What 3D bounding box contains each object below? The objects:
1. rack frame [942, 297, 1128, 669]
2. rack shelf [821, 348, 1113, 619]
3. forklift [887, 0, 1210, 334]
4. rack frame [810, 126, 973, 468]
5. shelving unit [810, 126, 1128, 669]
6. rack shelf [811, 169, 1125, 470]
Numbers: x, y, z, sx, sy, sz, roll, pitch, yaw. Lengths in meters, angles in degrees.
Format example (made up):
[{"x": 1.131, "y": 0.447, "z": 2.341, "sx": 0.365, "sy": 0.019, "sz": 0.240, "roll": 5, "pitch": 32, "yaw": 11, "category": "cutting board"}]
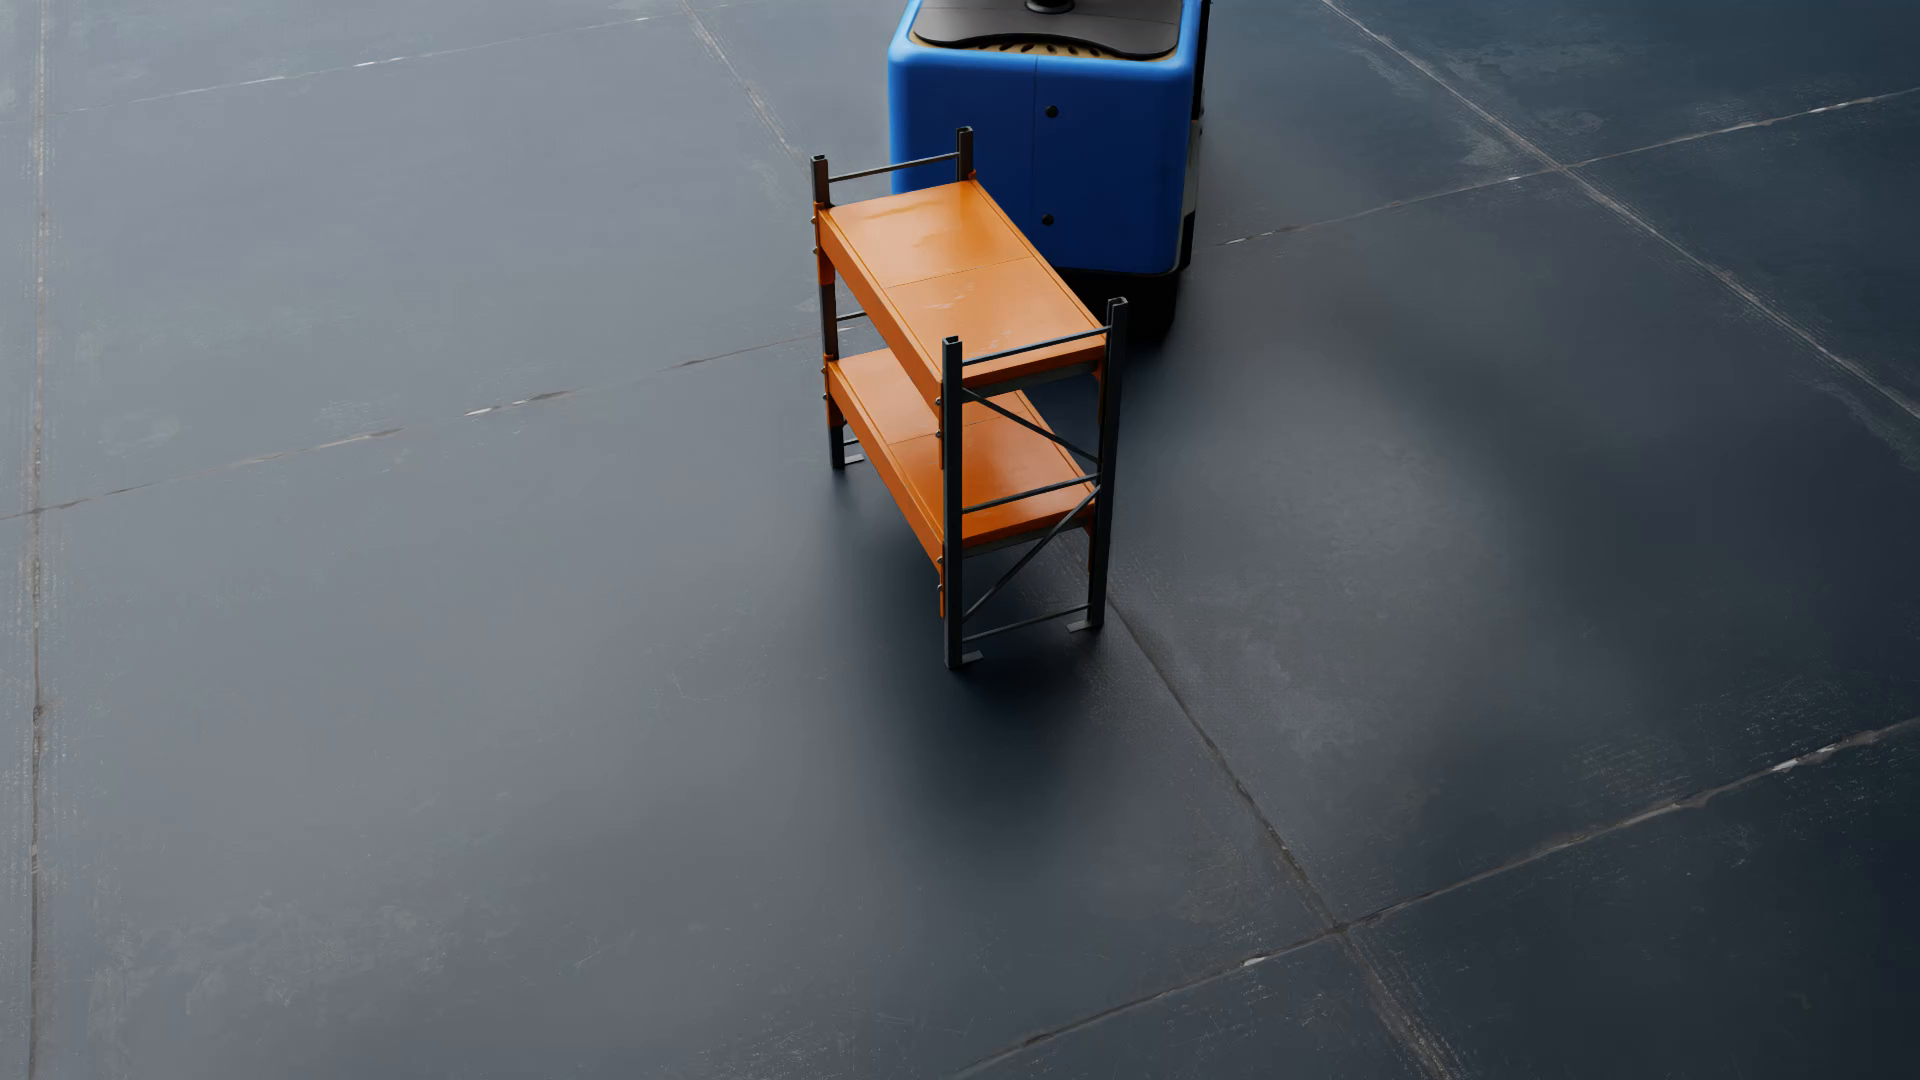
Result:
[{"x": 0.192, "y": -0.124, "z": 4.532, "sx": 0.500, "sy": 1.125, "sz": 0.032, "roll": -15, "pitch": 43, "yaw": -17, "category": "rack frame"}, {"x": -0.003, "y": -0.245, "z": 5.047, "sx": 0.538, "sy": 0.278, "sz": 1.000, "roll": -15, "pitch": 43, "yaw": -17, "category": "rack shelf"}, {"x": 0.478, "y": -2.820, "z": 6.281, "sx": 1.130, "sy": 2.935, "sz": 3.031, "roll": 6, "pitch": 41, "yaw": 7, "category": "forklift"}, {"x": -0.197, "y": -0.737, "z": 5.244, "sx": 0.500, "sy": 1.125, "sz": 0.032, "roll": -15, "pitch": 43, "yaw": -17, "category": "rack frame"}, {"x": -0.003, "y": -0.431, "z": 4.888, "sx": 0.538, "sy": 1.125, "sz": 1.048, "roll": -15, "pitch": 43, "yaw": -17, "category": "shelving unit"}, {"x": -0.003, "y": -0.652, "z": 4.697, "sx": 0.538, "sy": 0.278, "sz": 1.000, "roll": -15, "pitch": 43, "yaw": -17, "category": "rack shelf"}]
